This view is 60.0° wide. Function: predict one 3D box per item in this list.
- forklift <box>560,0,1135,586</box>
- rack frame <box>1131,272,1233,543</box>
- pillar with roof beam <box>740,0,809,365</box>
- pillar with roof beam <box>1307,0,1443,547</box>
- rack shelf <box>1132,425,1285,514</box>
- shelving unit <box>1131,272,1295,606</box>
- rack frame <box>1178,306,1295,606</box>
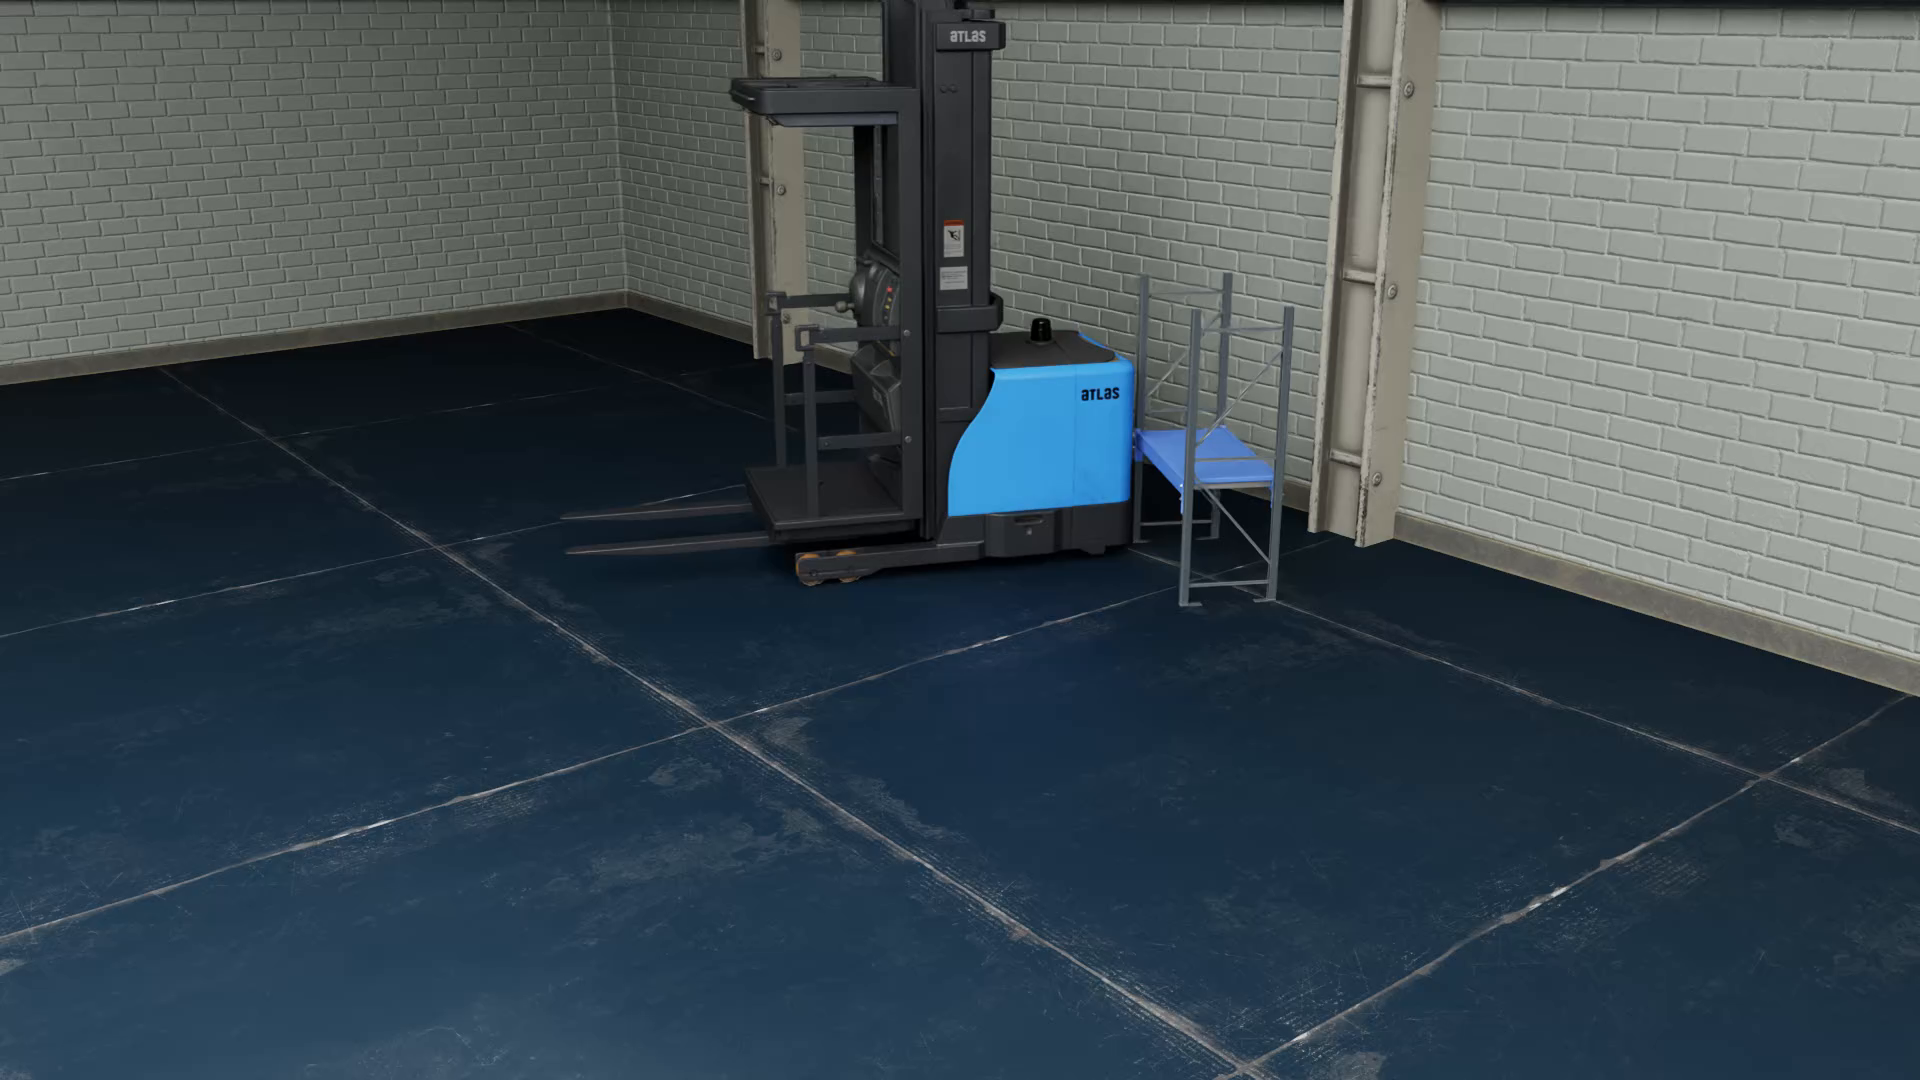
[{"bbox_3d":[-0.632,-1.337,8.738,3.031,2.935,1.130,-5,19,-14],"label":"forklift"},{"bbox_3d":[1.211,-0.711,9.123,0.500,1.500,0.032,-2,18,-7],"label":"rack frame"},{"bbox_3d":[-4.870,-4.946,9.984,9.100,9.000,0.400,-14,23,-36],"label":"pillar with roof beam"},{"bbox_3d":[-1.144,-3.468,5.520,9.100,9.000,0.400,-14,23,-36],"label":"pillar with roof beam"},{"bbox_3d":[1.281,-0.382,8.702,0.538,0.185,1.000,-2,18,-7],"label":"rack shelf"},{"bbox_3d":[1.281,-0.553,8.645,0.538,1.500,1.048,-2,18,-7],"label":"shelving unit"},{"bbox_3d":[1.351,-0.394,8.167,0.500,1.500,0.032,-2,18,-7],"label":"rack frame"}]
